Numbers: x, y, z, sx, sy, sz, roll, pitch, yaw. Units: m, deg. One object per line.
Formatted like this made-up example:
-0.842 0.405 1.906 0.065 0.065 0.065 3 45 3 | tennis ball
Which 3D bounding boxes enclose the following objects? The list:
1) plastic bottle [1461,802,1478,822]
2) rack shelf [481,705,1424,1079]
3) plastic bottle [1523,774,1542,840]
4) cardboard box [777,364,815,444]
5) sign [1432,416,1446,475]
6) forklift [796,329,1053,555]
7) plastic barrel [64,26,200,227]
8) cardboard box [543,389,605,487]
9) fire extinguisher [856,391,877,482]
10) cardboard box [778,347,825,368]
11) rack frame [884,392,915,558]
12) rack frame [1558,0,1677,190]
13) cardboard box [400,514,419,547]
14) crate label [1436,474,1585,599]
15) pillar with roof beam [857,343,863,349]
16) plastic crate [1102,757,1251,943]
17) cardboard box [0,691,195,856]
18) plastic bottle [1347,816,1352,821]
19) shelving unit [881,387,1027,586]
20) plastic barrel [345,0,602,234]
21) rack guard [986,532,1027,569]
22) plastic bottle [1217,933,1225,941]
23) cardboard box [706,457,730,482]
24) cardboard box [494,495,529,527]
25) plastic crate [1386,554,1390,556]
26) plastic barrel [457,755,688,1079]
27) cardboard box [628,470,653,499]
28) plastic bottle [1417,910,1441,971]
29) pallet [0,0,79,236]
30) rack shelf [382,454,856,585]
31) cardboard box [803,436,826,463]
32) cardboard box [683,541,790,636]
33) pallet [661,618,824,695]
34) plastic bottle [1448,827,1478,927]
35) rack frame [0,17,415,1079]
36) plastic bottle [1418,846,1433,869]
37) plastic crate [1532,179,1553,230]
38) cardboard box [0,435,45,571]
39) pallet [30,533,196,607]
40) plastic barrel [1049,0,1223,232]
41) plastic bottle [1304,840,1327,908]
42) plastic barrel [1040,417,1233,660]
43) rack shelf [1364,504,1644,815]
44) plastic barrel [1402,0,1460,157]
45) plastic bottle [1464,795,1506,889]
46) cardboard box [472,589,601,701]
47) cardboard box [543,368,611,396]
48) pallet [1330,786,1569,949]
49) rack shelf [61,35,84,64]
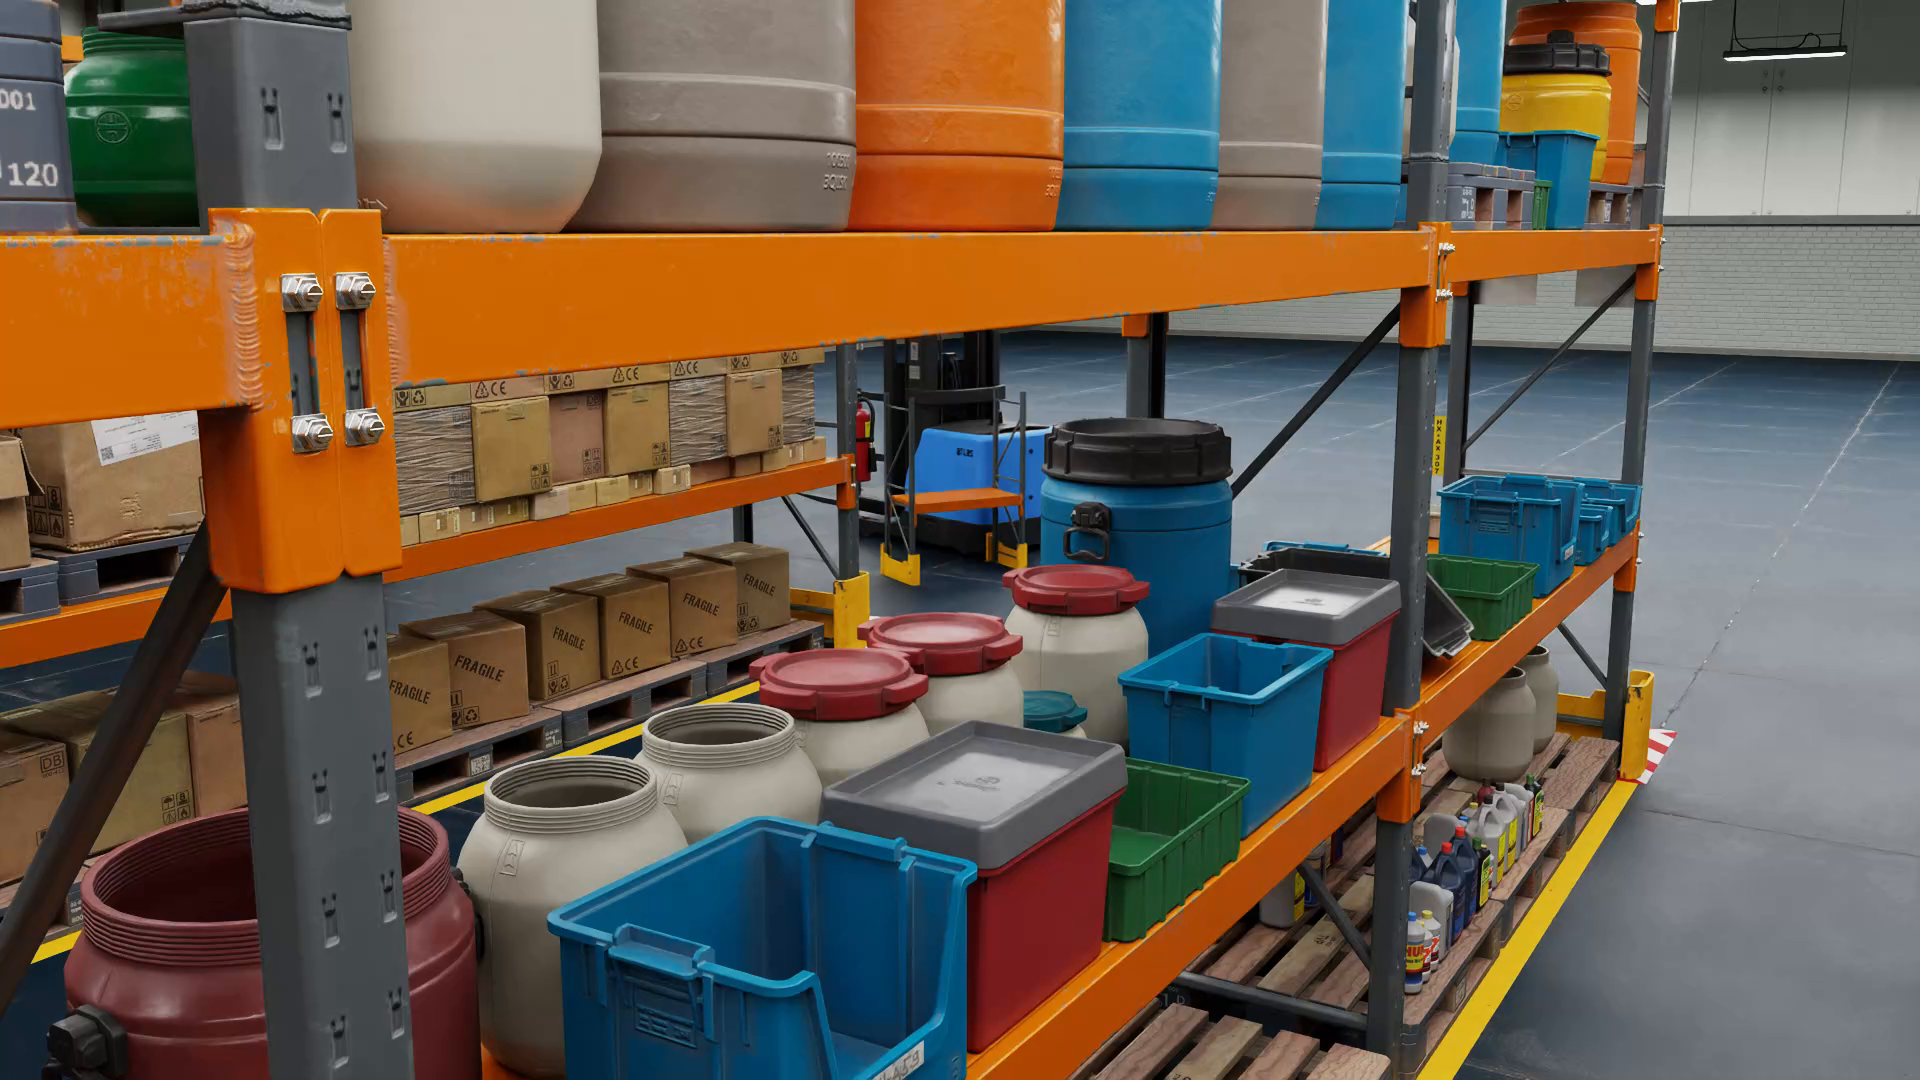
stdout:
2.168 1.212 7.033 0.097 0.201 0.097 0 11 0 | plastic bottle
-0.025 0.969 3.875 1.077 0.370 4.000 6 12 31 | rack shelf
2.466 1.142 7.185 0.061 0.283 0.133 7 13 32 | plastic bottle
-1.452 -0.912 10.892 0.875 0.500 0.500 6 12 31 | cardboard box
2.622 -0.517 9.108 0.100 0.325 0.005 6 12 31 | sign
-0.408 -1.528 15.446 1.130 2.935 3.031 -9 14 -40 | forklift
-0.979 -0.511 2.100 0.294 0.245 0.294 0 11 0 | plastic barrel
-2.470 -0.596 9.200 0.875 0.500 0.500 6 12 31 | cardboard box
-0.690 -0.737 11.245 0.296 0.674 0.183 6 12 31 | fire extinguisher
-1.218 -1.378 10.660 0.500 0.500 0.500 6 12 31 | cardboard box
-0.489 -0.420 13.418 0.032 1.500 0.500 -6 12 -28 | rack frame
3.090 -3.277 8.297 1.000 3.000 0.127 6 12 31 | rack frame
-2.851 -0.053 8.067 0.380 0.149 0.250 6 12 31 | cardboard box
2.365 -0.030 7.162 0.502 0.435 0.616 6 12 31 | crate label
1.151 -8.510 36.252 9.100 9.000 0.548 6 12 31 | pillar with roof beam
0.350 0.706 3.901 0.450 0.188 0.662 6 12 31 | plastic crate
-3.821 1.008 7.310 0.700 0.500 0.500 6 12 30 | cardboard box
1.704 1.106 7.408 0.097 0.271 0.097 0 11 0 | plastic bottle
-0.049 -0.463 13.649 1.083 1.500 0.587 -6 12 -28 | shelving unit
-0.640 -0.619 1.947 0.421 0.512 0.421 0 11 0 | plastic barrel
0.391 0.108 13.994 0.087 0.250 0.587 -6 12 -28 | rack guard
0.935 1.374 6.170 0.097 0.201 0.097 0 11 0 | plastic bottle
-1.639 -0.456 10.218 0.380 0.149 0.250 6 12 31 | cardboard box
-2.483 -0.174 8.709 0.380 0.149 0.250 6 12 31 | cardboard box
1.640 0.151 7.007 0.530 0.136 0.437 6 12 31 | plastic crate
-0.712 0.693 3.092 0.421 0.512 0.421 0 11 0 | plastic barrel
-1.993 -0.334 9.567 0.380 0.149 0.250 6 12 31 | cardboard box
1.659 1.420 5.921 0.097 0.201 0.097 0 11 0 | plastic bottle
-1.544 -0.340 1.277 1.003 0.211 1.213 6 12 31 | pallet
-2.182 -0.133 9.763 1.077 0.370 4.000 6 12 31 | rack shelf
-1.115 -0.613 11.055 0.380 0.149 0.250 6 12 31 | cardboard box
-1.482 0.318 11.052 0.500 0.500 0.500 9 14 41 | cardboard box
-1.635 0.706 10.905 1.003 0.211 1.213 6 12 31 | pallet
1.885 1.270 6.317 0.144 0.351 0.185 6 12 28 | plastic bottle
-1.064 0.930 2.129 1.000 3.000 0.127 6 12 31 | rack frame
1.759 1.304 6.349 0.097 0.271 0.097 0 11 0 | plastic bottle
2.065 -1.291 6.419 0.336 0.188 0.450 6 12 31 | plastic crate
-4.041 -0.148 6.465 0.797 0.503 0.637 8 13 36 | cardboard box
-3.741 0.029 7.466 1.003 0.211 1.213 6 12 31 | pallet
0.255 -1.113 3.530 0.600 0.901 0.708 6 12 31 | plastic barrel
1.340 1.275 6.494 0.152 0.276 0.135 6 12 31 | plastic bottle
0.554 0.087 5.273 0.600 0.901 0.708 6 12 31 | plastic barrel
2.051 0.340 7.235 1.077 0.370 4.000 6 12 31 | rack shelf
1.405 -1.483 5.426 0.421 0.512 0.421 0 11 0 | plastic barrel
2.106 1.203 6.674 0.144 0.351 0.185 6 12 30 | plastic bottle
-2.432 0.595 9.570 0.500 0.500 0.500 5 12 26 | cardboard box
-2.251 -1.063 8.977 0.500 0.500 0.500 6 12 31 | cardboard box
2.030 1.378 7.317 1.003 0.211 1.213 6 12 31 | pallet
-6.368 -3.375 11.864 1.077 0.370 4.000 6 12 31 | rack shelf
